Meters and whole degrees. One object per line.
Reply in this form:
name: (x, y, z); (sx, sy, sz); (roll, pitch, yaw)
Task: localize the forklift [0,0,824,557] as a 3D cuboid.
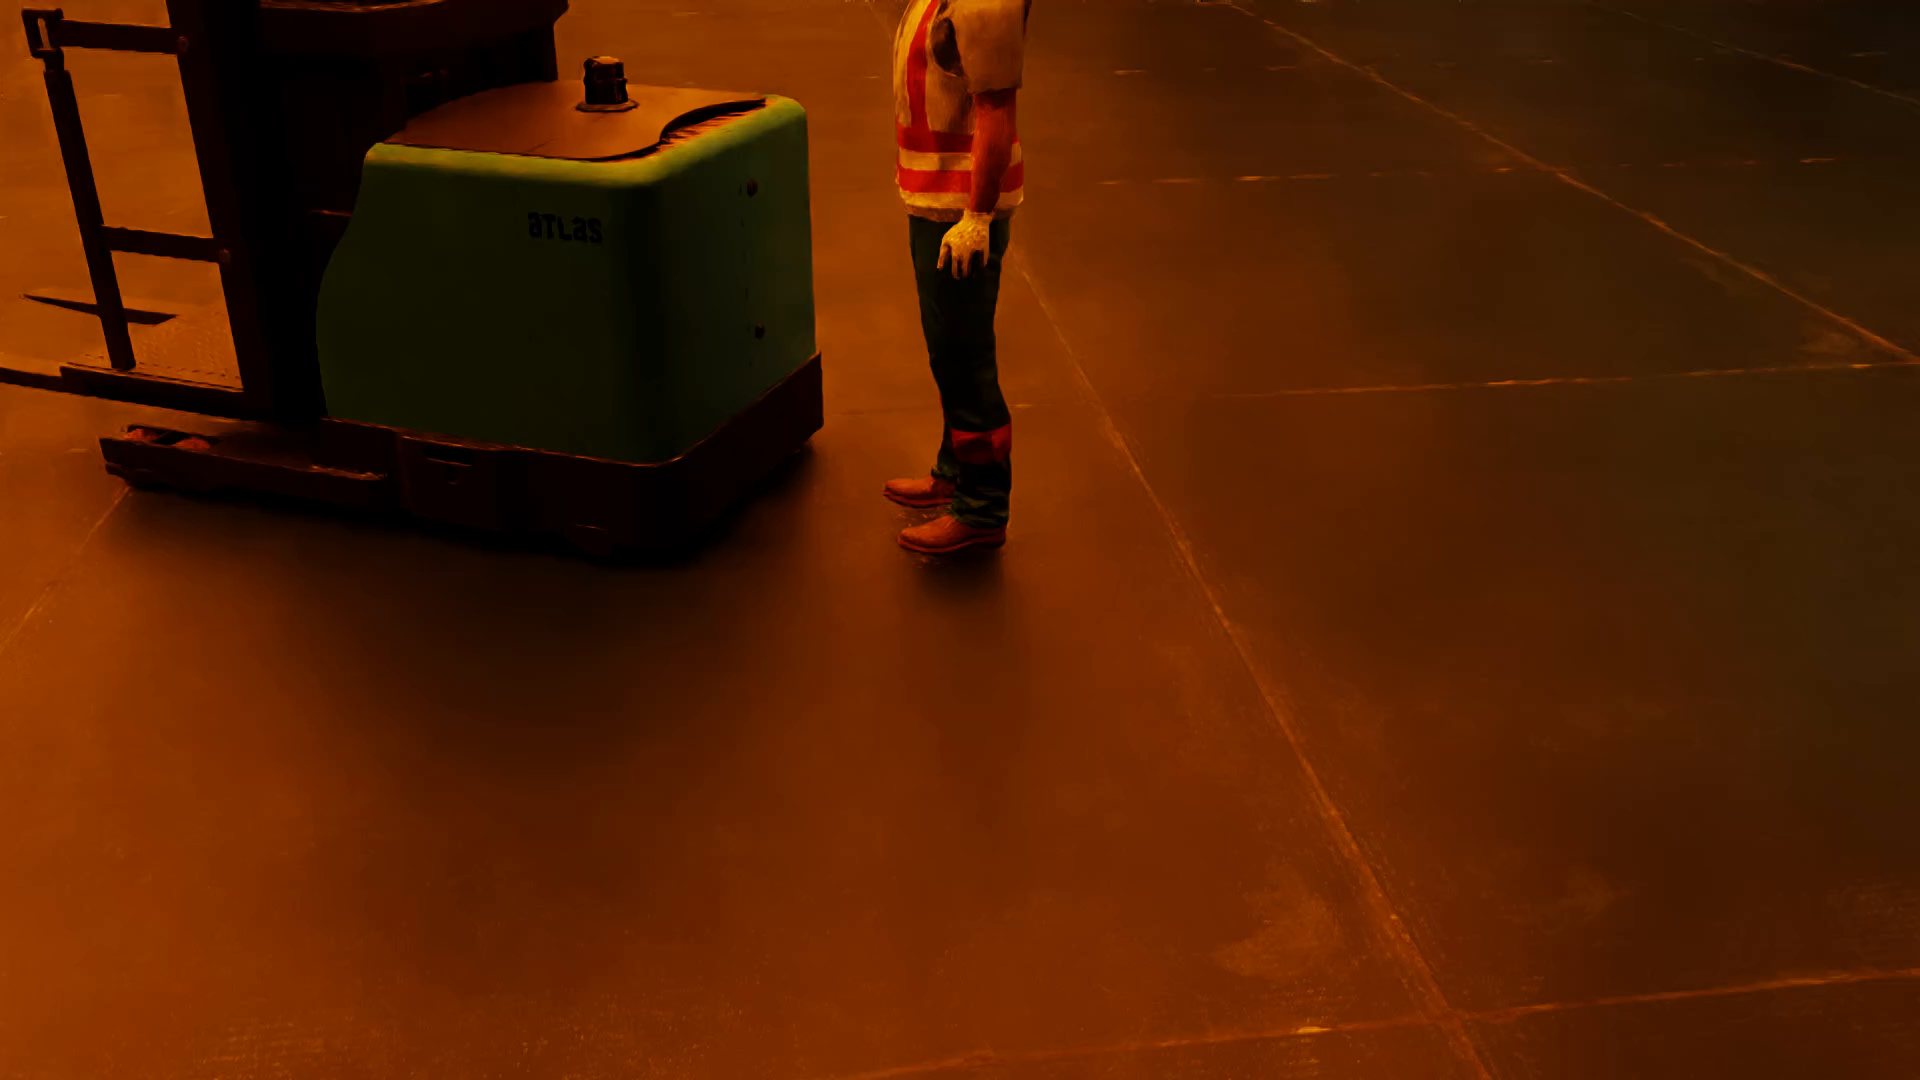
forklift: (-1.999, -1.657, 4.668); (3.031, 2.935, 1.130); (9, 27, 18)

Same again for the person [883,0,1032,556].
person: (-0.021, -0.841, 4.196); (0.349, 1.795, 0.540); (-3, 26, -7)
